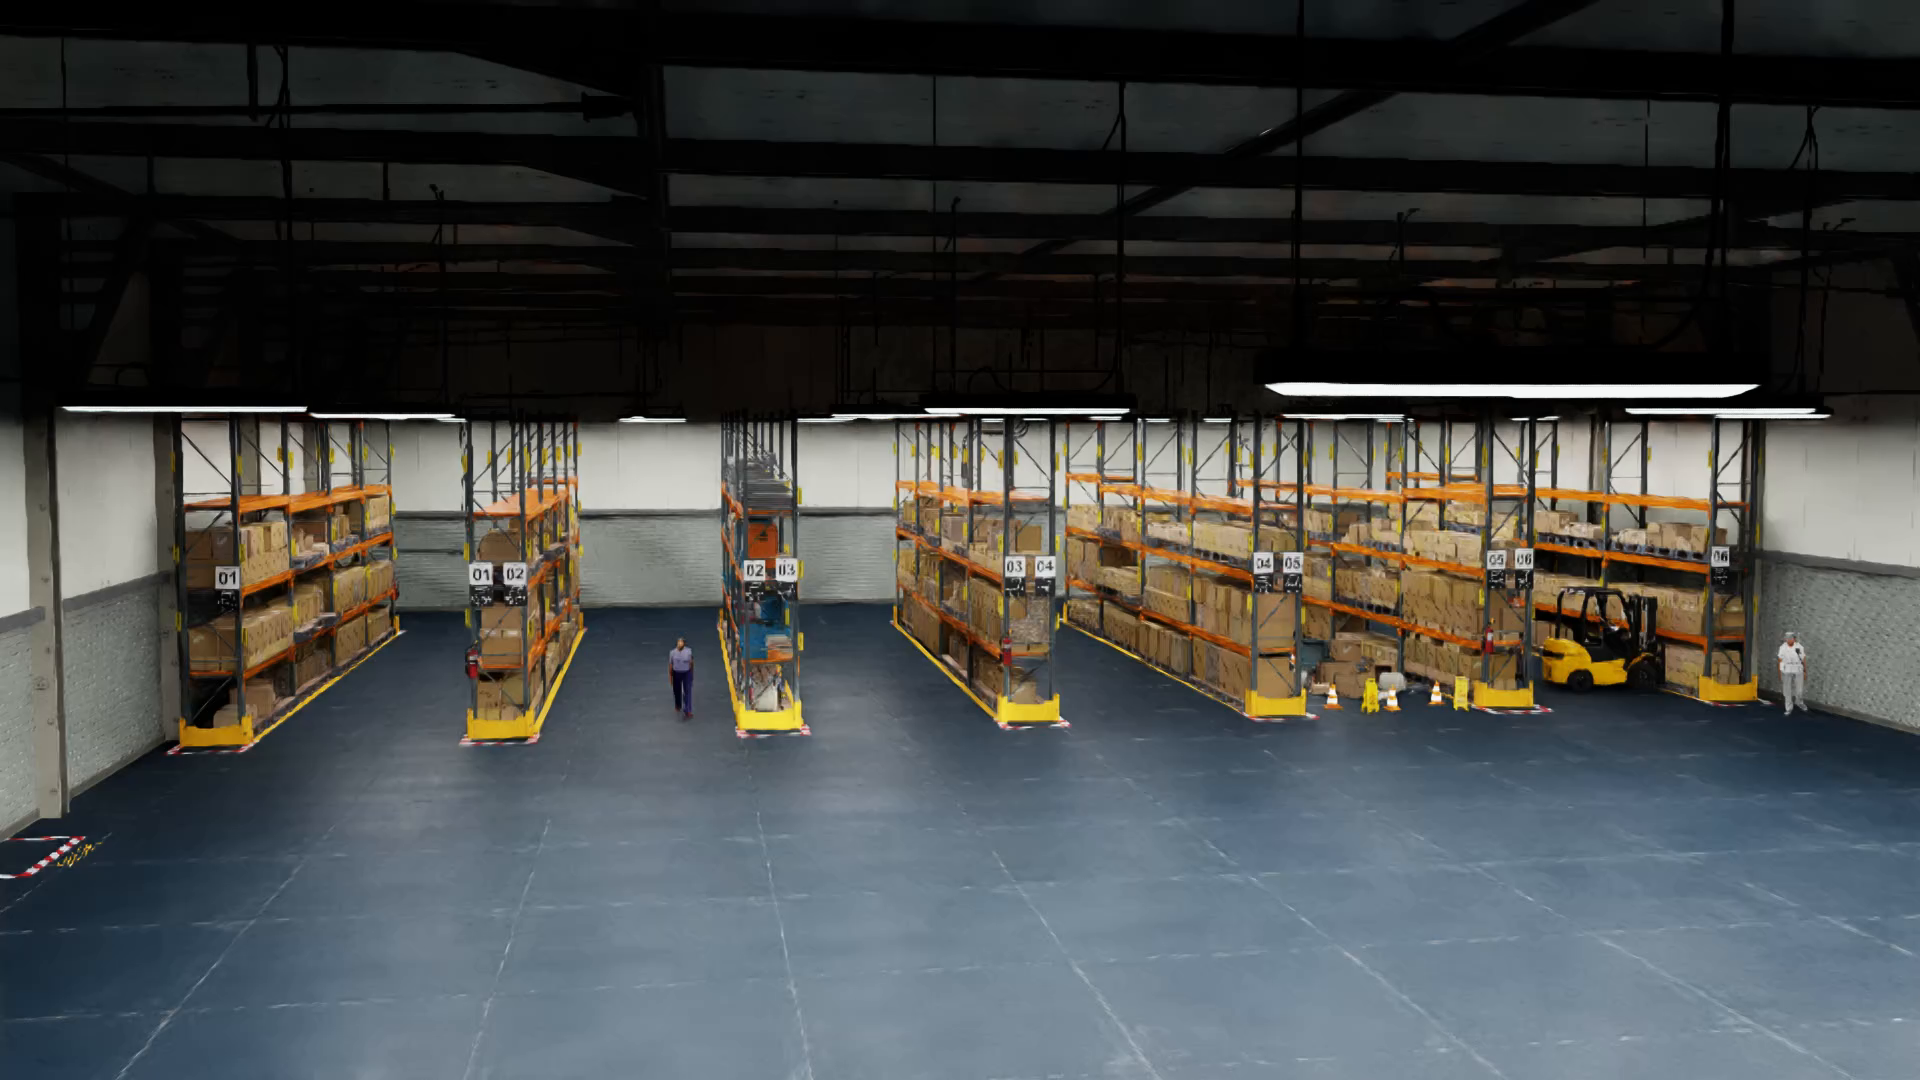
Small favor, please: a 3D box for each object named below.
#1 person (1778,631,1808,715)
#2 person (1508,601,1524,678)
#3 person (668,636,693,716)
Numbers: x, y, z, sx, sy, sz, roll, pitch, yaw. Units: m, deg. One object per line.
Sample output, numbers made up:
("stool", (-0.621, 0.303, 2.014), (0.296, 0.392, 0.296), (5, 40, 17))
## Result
("person", (16.444, 2.613, 32.818), (0.557, 1.659, 0.577), (2, 5, 29))
("person", (12.485, 2.232, 37.530), (0.499, 1.724, 0.578), (1, 4, 20))
("person", (-5.486, 2.655, 32.664), (0.479, 1.553, 1.090), (-1, 4, -8))
